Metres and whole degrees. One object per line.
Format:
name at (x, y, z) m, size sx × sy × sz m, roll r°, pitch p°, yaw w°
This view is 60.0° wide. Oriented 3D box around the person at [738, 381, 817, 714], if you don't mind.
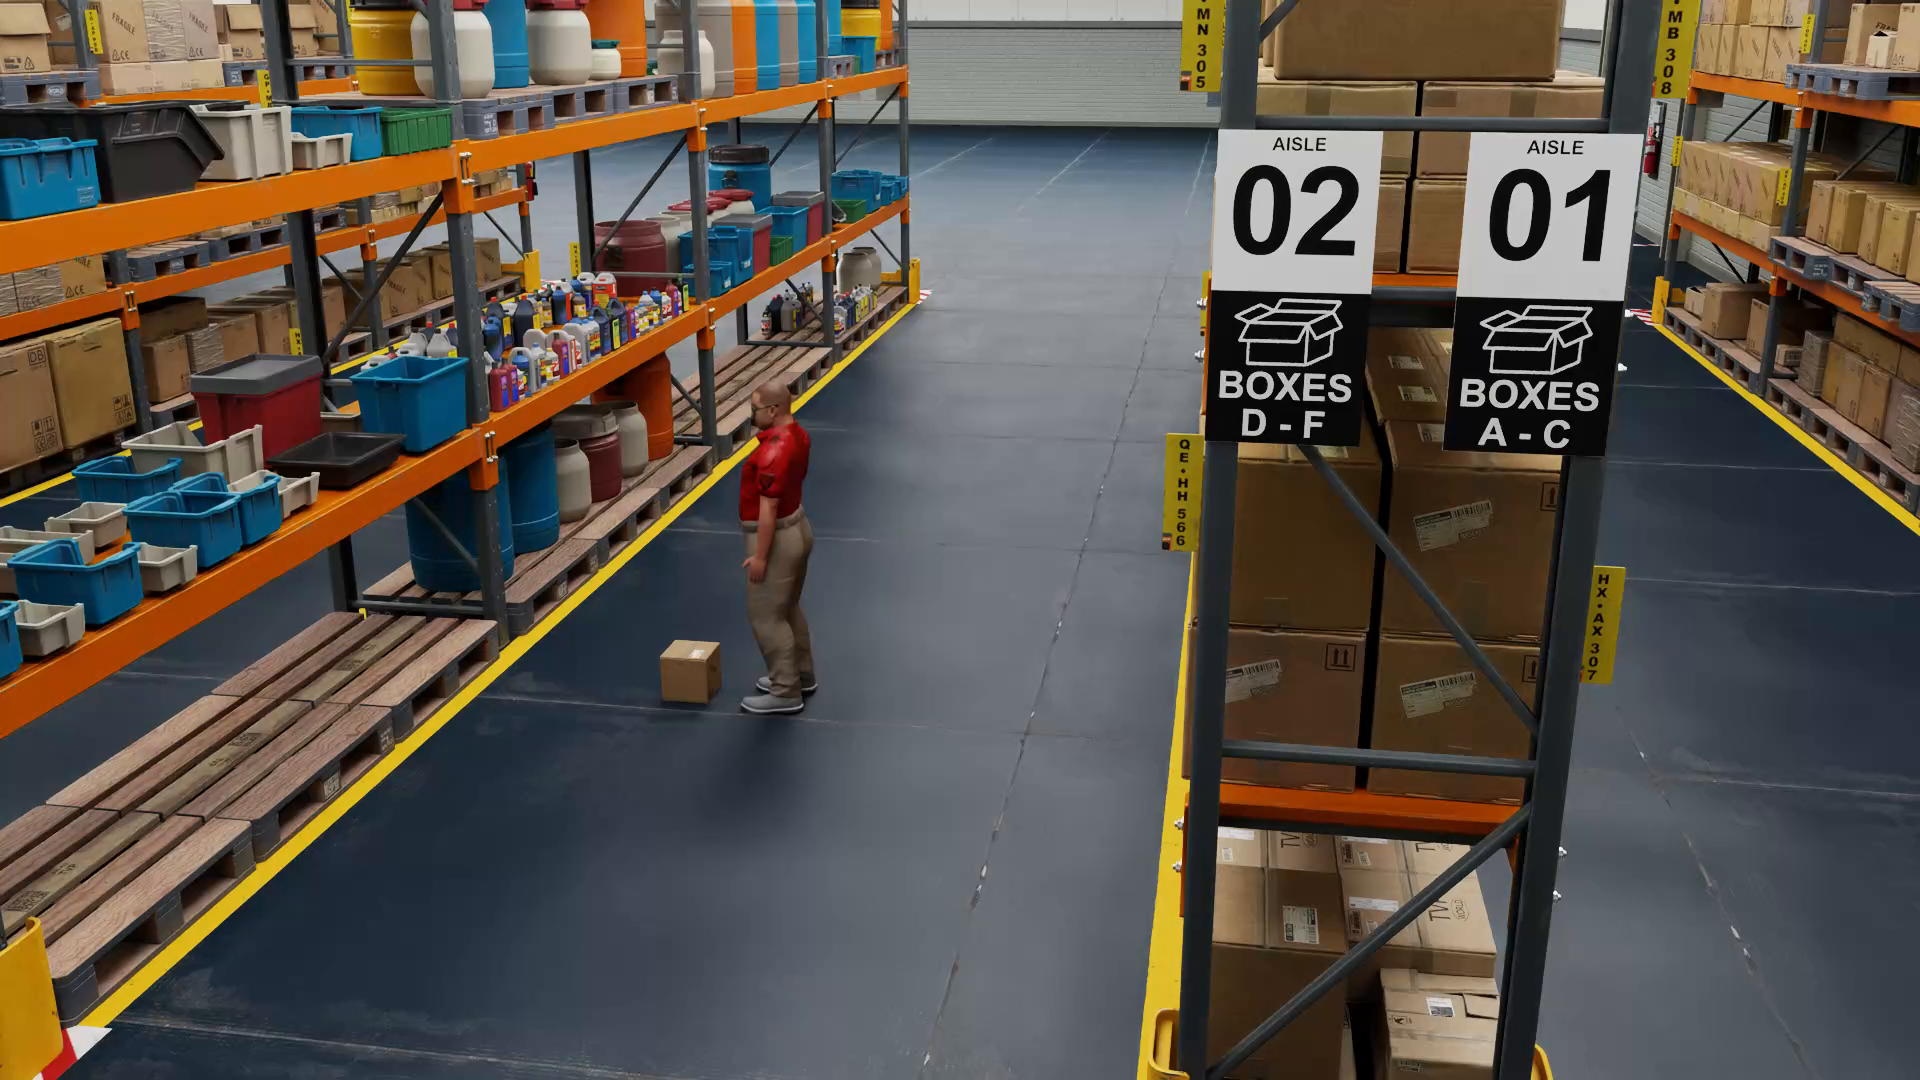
person at (-0.952, 0.031, 8.498) m, size 0.352 × 1.721 × 0.529 m, roll 3°, pitch 18°, yaw 10°
